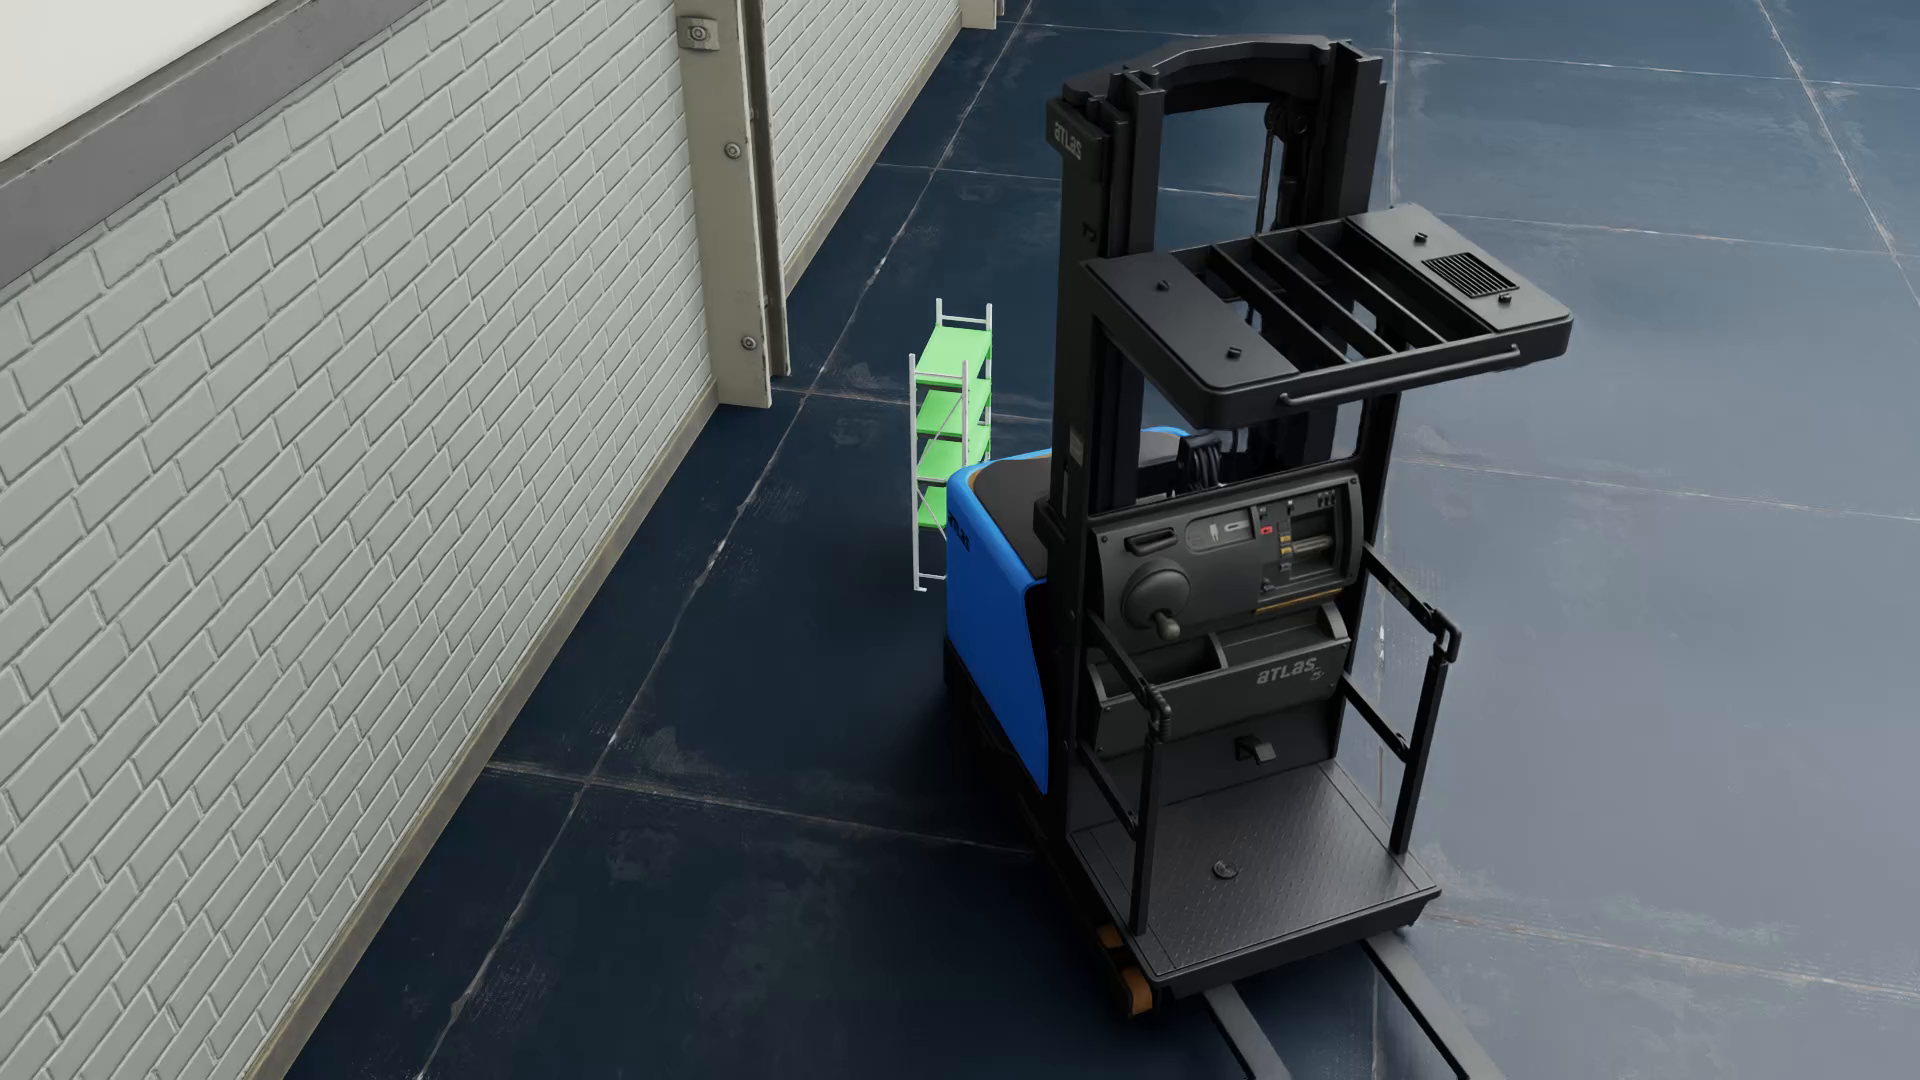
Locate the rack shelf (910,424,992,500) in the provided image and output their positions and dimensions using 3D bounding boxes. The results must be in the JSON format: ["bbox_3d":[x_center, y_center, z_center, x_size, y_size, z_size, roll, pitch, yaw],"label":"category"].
[{"bbox_3d":[-0.035,-0.339,7.304,0.258,0.148,0.480,7,37,10],"label":"rack shelf"}]

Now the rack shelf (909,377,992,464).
[{"bbox_3d":[-0.035,-0.534,7.164,0.258,0.148,0.480,7,37,10],"label":"rack shelf"}]

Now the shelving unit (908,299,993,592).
[{"bbox_3d":[-0.035,-0.391,7.267,0.258,1.200,0.503,7,37,10],"label":"shelving unit"}]

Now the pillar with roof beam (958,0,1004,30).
[{"bbox_3d":[4.378,-7.364,10.243,9.100,9.000,0.400,7,37,10],"label":"pillar with roof beam"}]

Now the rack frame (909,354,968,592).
[{"bbox_3d":[-0.087,-0.251,7.074,0.240,1.200,0.015,7,37,10],"label":"rack frame"}]

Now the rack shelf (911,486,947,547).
[{"bbox_3d":[-0.035,-0.145,7.445,0.258,0.148,0.480,7,37,10],"label":"rack shelf"}]

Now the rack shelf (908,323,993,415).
[{"bbox_3d":[-0.035,-0.728,7.023,0.258,0.148,0.480,7,37,10],"label":"rack shelf"}]

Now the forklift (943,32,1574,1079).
[{"bbox_3d":[0.938,0.118,5.089,1.130,2.935,3.031,-13,38,-17],"label":"forklift"}]

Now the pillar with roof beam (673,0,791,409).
[{"bbox_3d":[3.096,-3.925,5.497,9.100,9.000,0.400,7,37,10],"label":"pillar with roof beam"}]

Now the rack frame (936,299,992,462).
[{"bbox_3d":[0.017,-0.531,7.460,0.240,1.200,0.015,7,37,10],"label":"rack frame"}]
